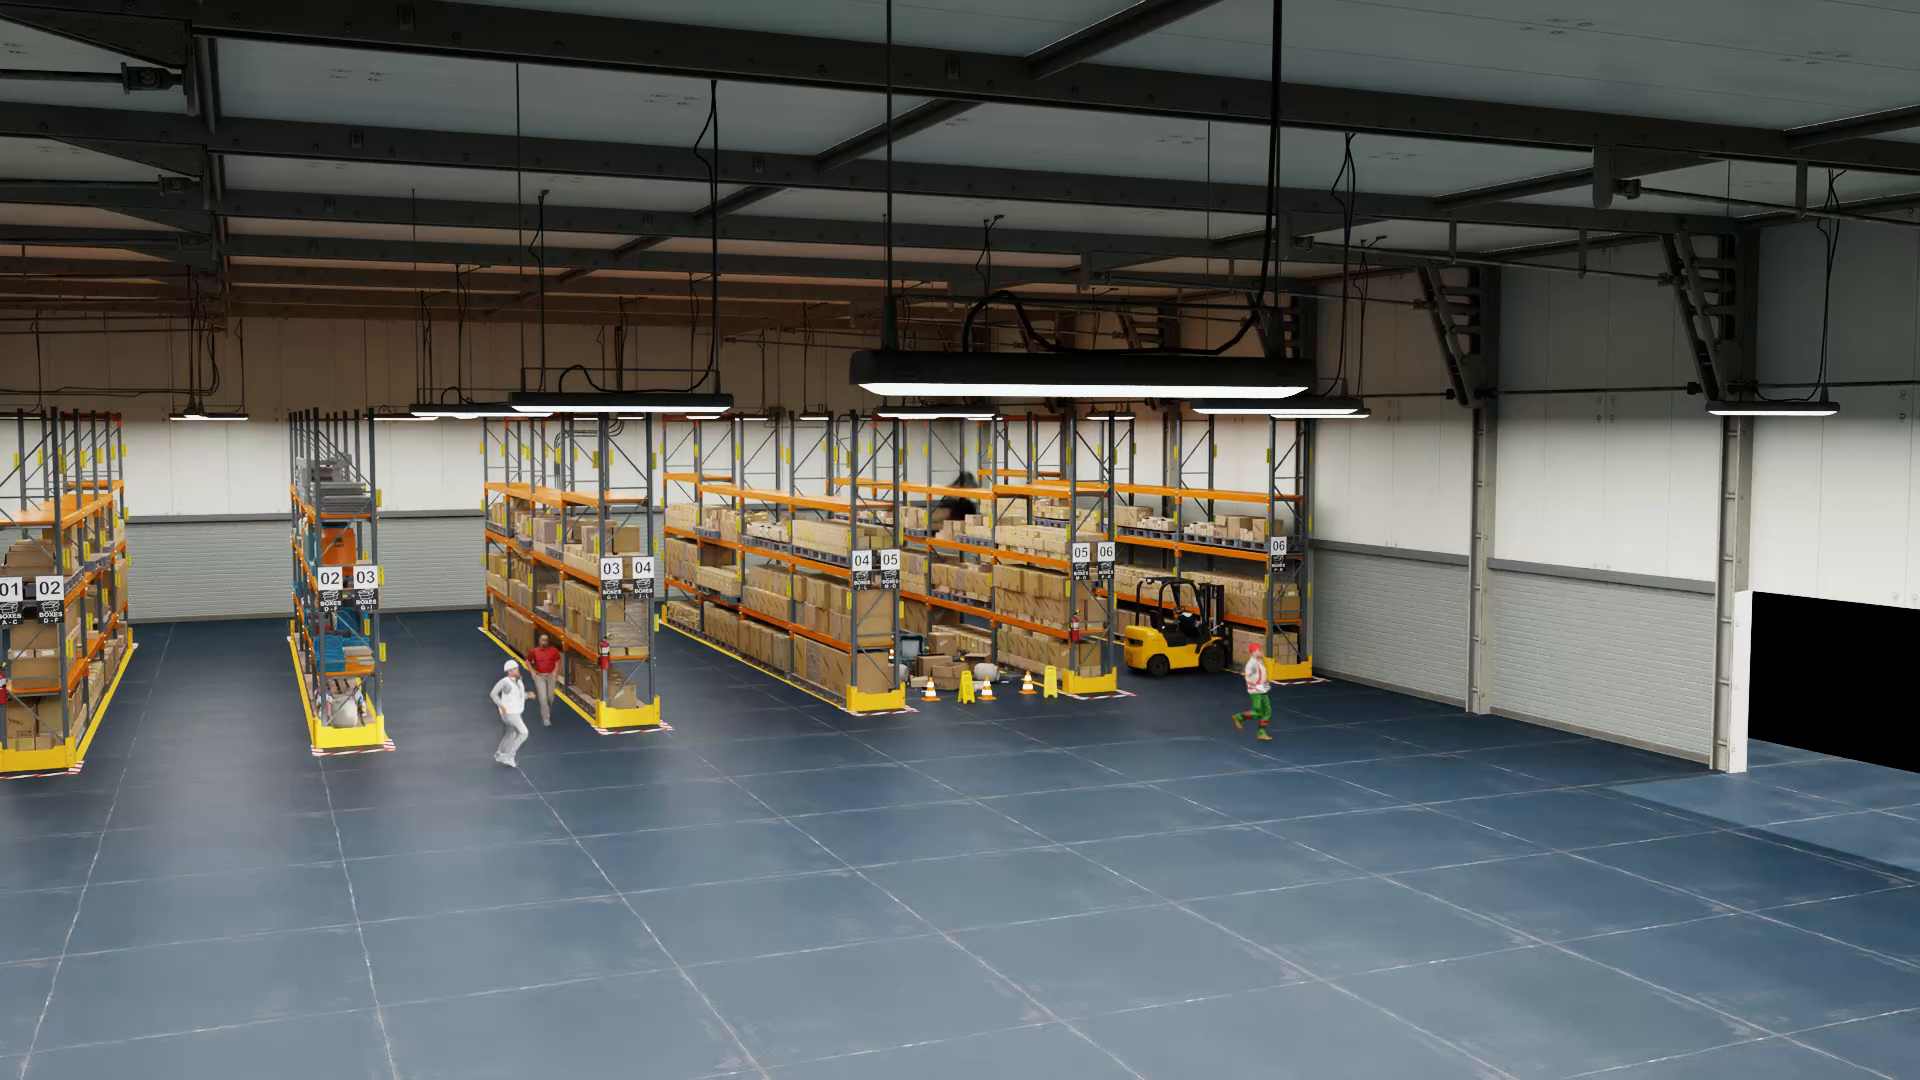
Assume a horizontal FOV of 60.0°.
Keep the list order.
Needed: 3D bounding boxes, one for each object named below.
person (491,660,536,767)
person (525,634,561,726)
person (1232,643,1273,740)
[{"bbox_3d":[-7.466,2.841,27.851,0.709,1.670,0.631,1,4,9],"label":"person"},{"bbox_3d":[-7.959,2.654,31.808,0.669,1.722,0.794,-2,4,-24],"label":"person"},{"bbox_3d":[5.336,2.740,30.145,0.745,1.749,0.667,2,5,28],"label":"person"}]
